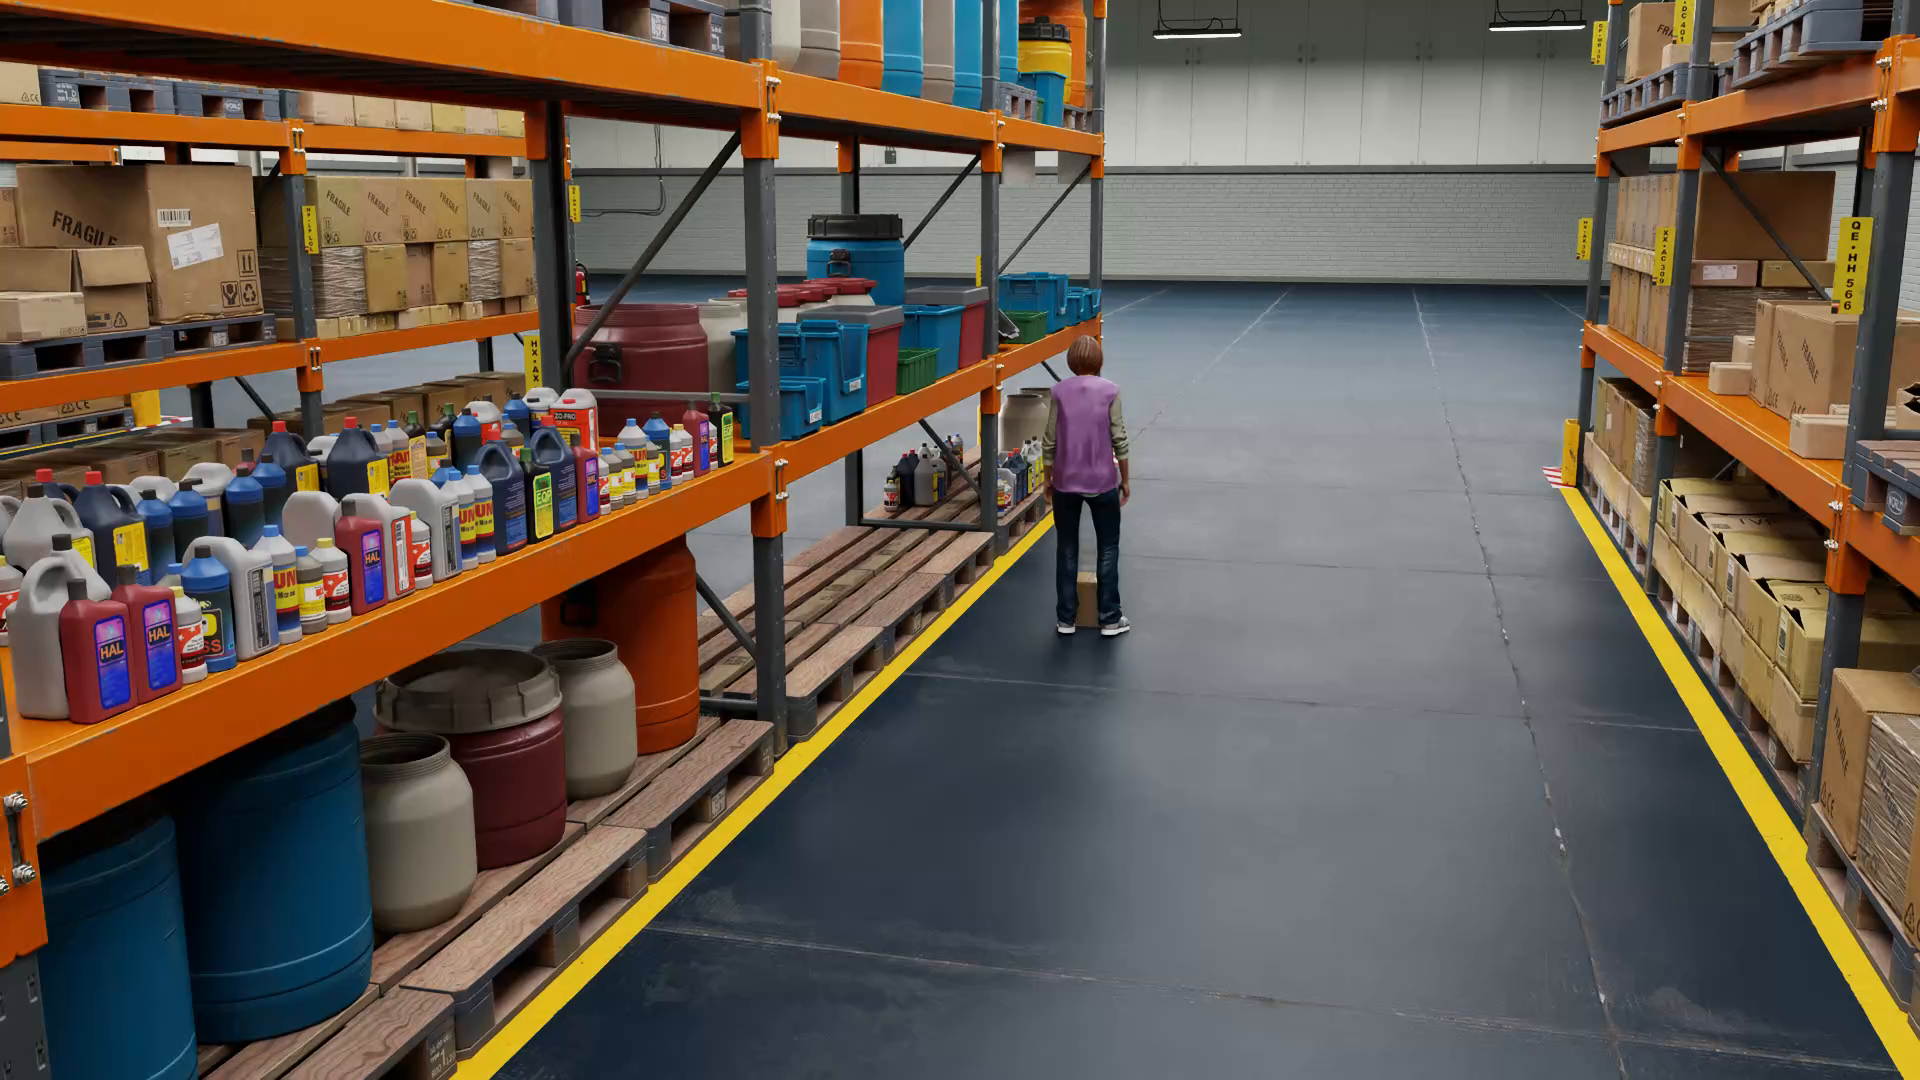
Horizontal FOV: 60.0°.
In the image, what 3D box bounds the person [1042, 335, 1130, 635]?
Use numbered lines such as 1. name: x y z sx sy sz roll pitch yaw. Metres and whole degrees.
1. person: 0.672 -0.283 8.842 0.474 1.593 0.347 3 12 12
